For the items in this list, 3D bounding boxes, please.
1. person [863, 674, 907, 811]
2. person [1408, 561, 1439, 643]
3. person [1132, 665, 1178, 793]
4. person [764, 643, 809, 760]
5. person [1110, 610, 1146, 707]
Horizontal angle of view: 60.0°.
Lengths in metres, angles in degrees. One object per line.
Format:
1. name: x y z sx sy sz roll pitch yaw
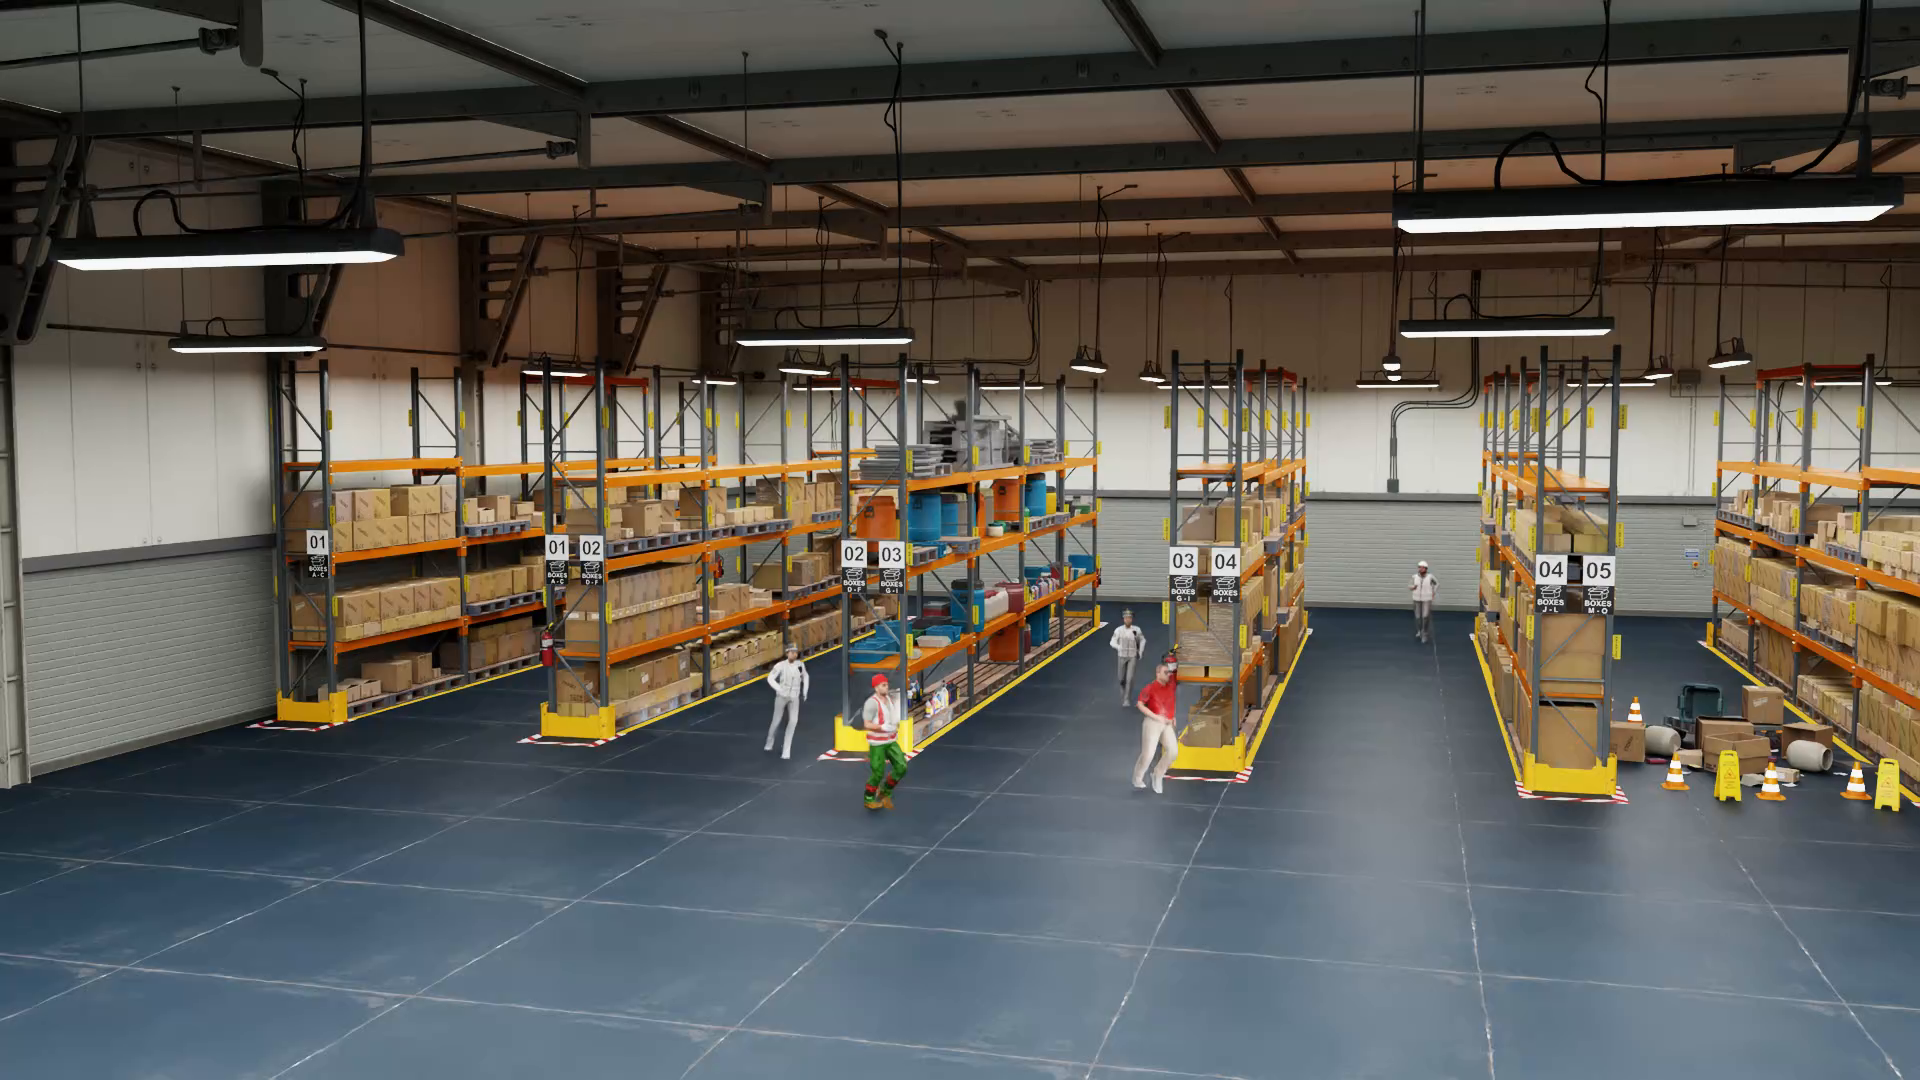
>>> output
1. person: -0.948 2.591 21.195 0.677 1.770 0.620 4 5 41
2. person: 10.509 1.403 37.802 0.656 1.849 0.713 2 5 30
3. person: 2.701 2.548 22.500 0.708 1.724 0.638 -2 5 -28
4. person: -2.562 2.388 24.890 0.679 1.709 0.759 -1 4 -16
5. person: 2.960 2.058 29.300 0.620 1.669 0.738 1 4 7
